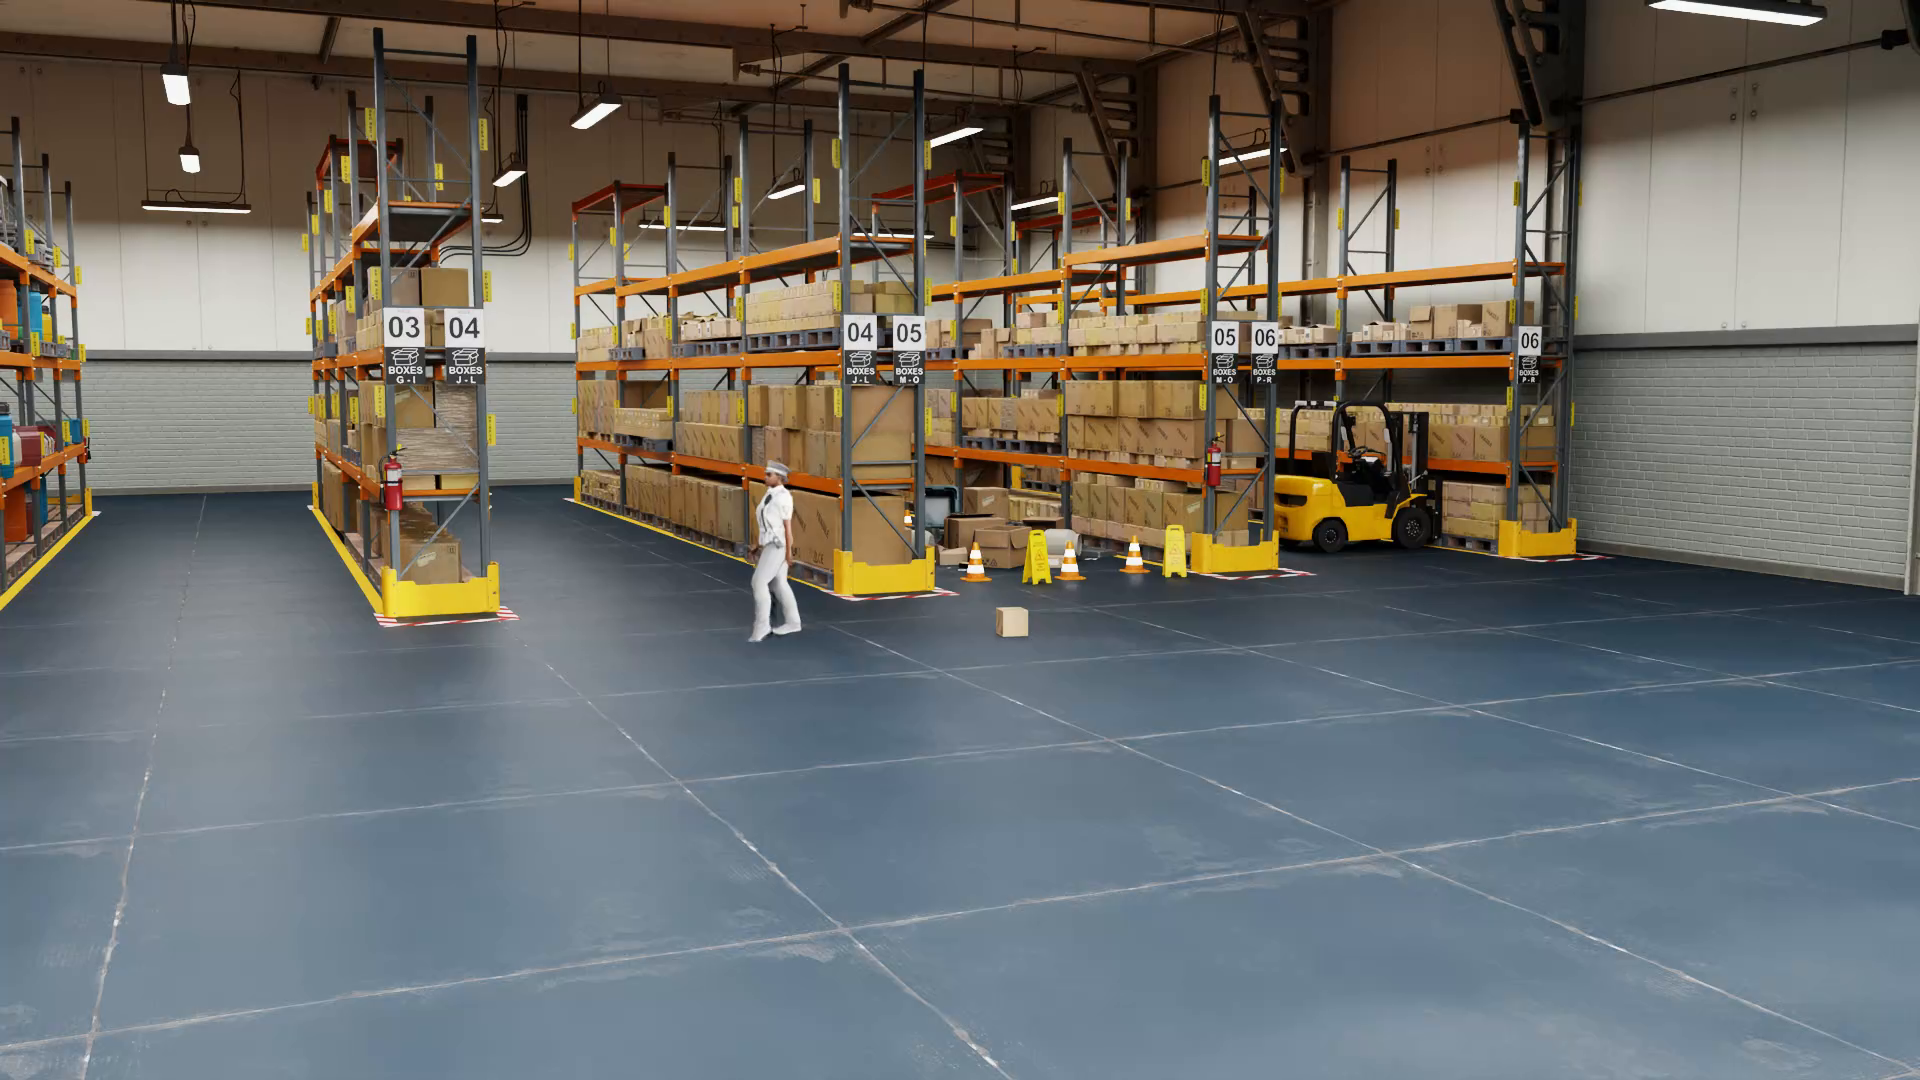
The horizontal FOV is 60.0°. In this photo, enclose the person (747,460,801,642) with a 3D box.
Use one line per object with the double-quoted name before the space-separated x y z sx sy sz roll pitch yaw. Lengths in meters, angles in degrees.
"person" -1.807 0.111 15.882 0.593 1.759 0.446 -2 6 -20
